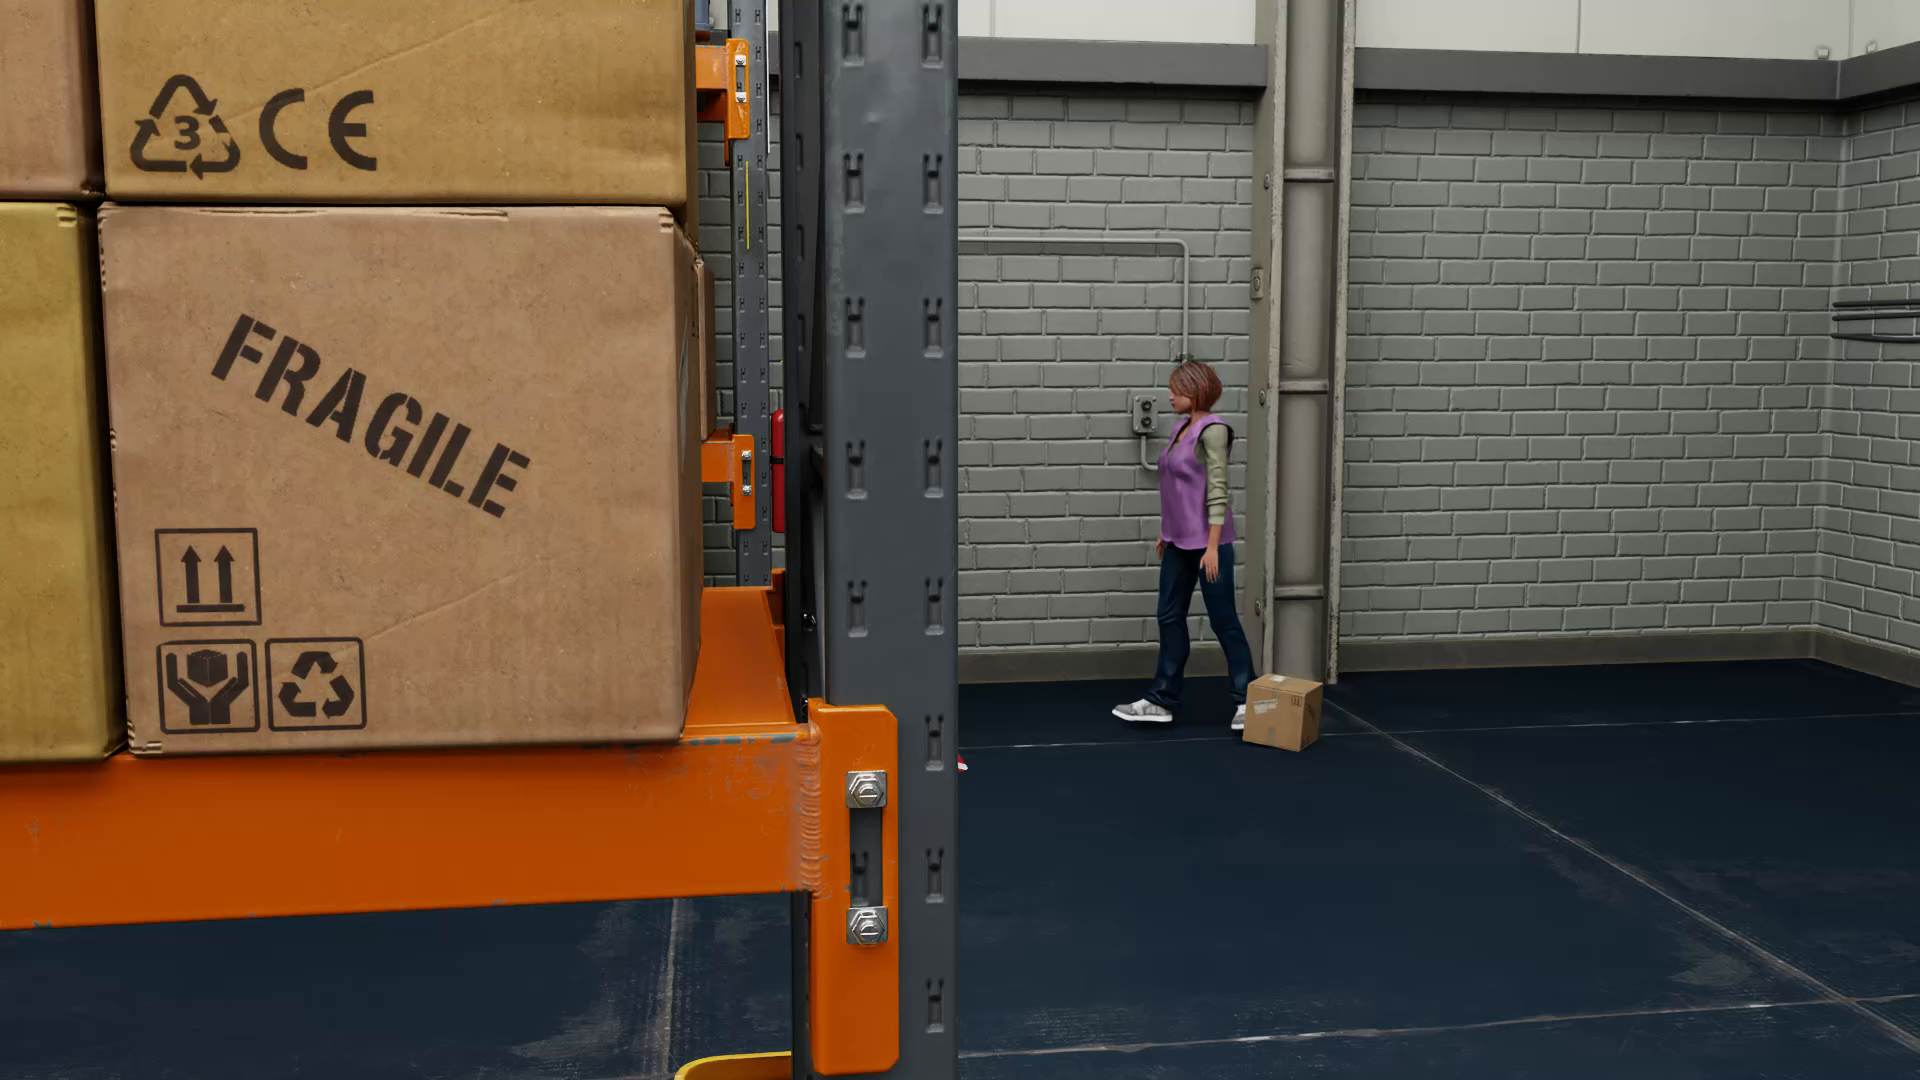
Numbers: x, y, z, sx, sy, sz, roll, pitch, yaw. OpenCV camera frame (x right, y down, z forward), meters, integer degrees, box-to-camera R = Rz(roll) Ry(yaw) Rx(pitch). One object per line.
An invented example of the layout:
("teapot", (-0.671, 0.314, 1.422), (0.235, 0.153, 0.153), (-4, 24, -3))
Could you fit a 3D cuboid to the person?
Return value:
("person", (0.998, 0.039, 7.237), (0.581, 1.542, 0.607), (-3, 7, -21))
